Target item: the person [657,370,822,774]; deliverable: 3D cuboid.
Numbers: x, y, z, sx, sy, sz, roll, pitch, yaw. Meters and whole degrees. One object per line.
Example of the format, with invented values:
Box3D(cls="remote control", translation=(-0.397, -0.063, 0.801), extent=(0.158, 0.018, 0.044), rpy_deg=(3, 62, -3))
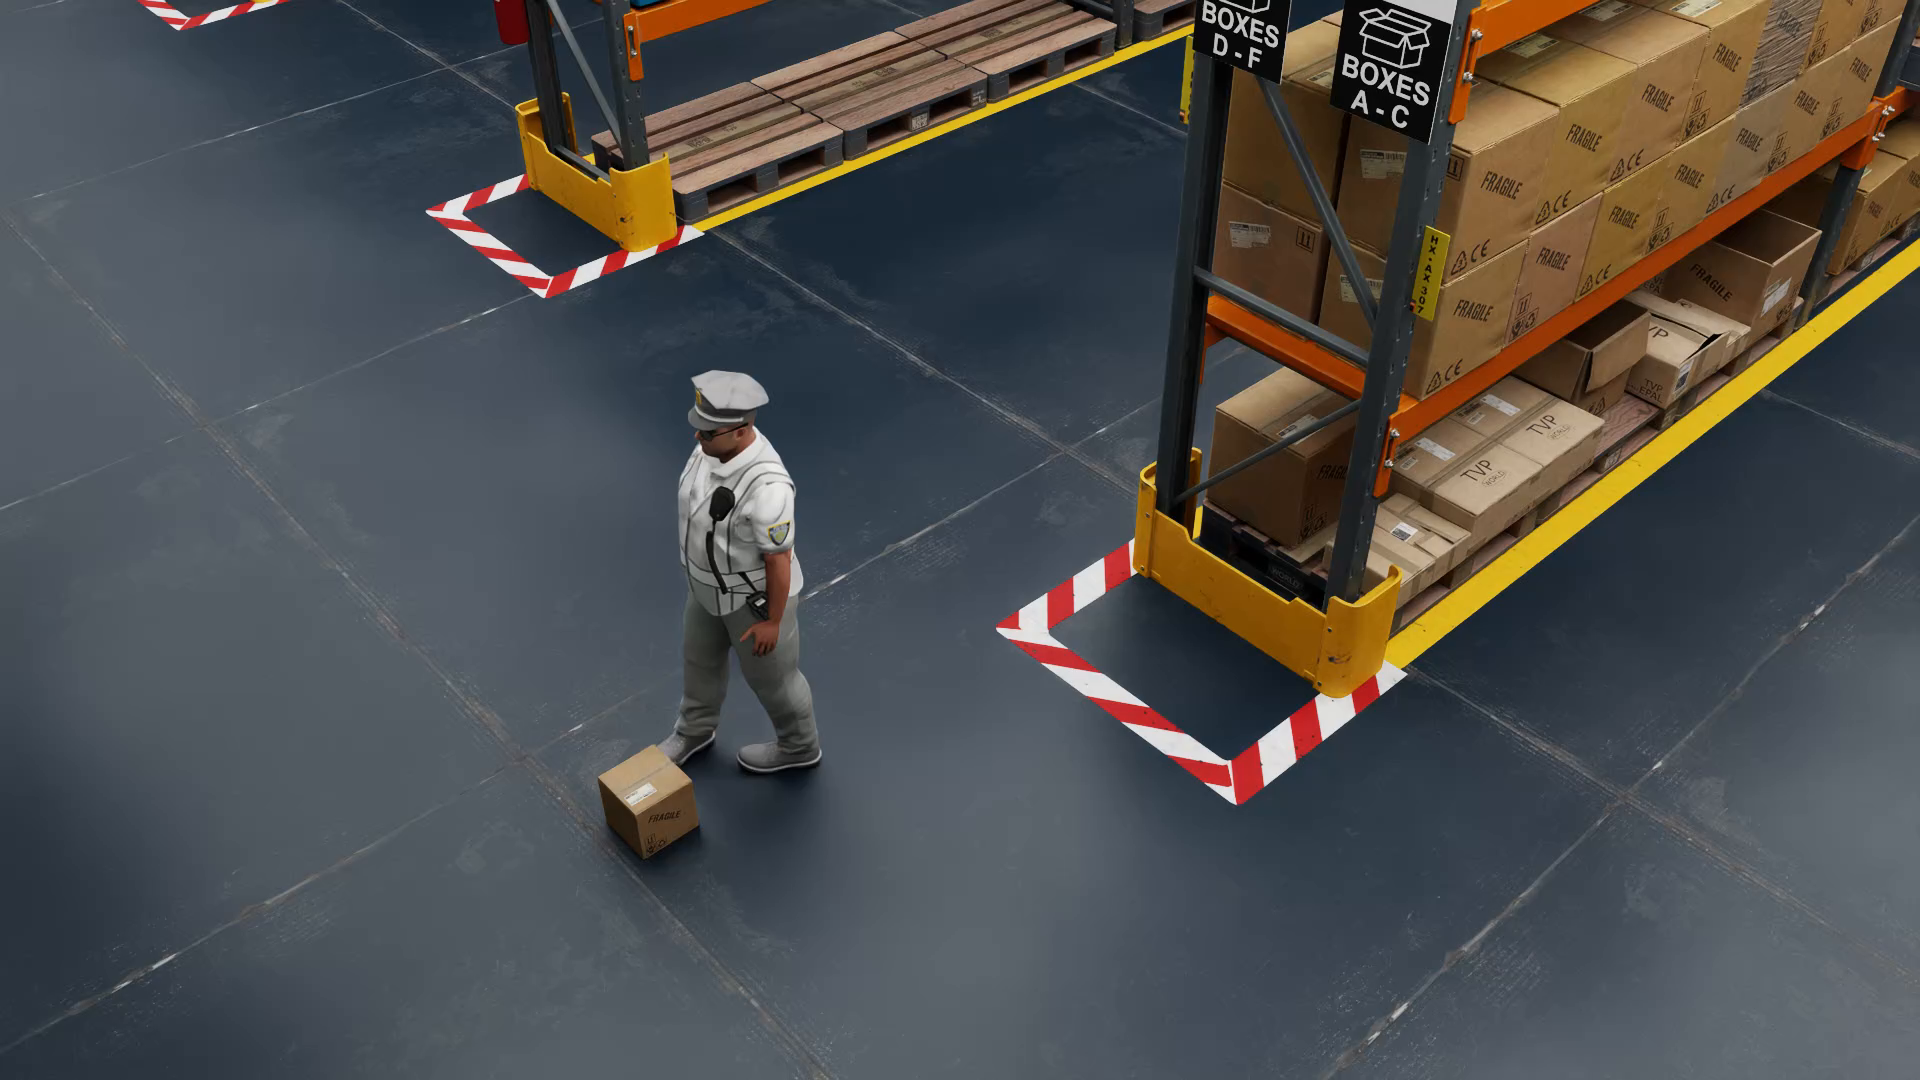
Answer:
Box3D(cls="person", translation=(-0.885, 0.195, 5.901), extent=(0.627, 1.758, 0.548), rpy_deg=(-23, 45, -25))
